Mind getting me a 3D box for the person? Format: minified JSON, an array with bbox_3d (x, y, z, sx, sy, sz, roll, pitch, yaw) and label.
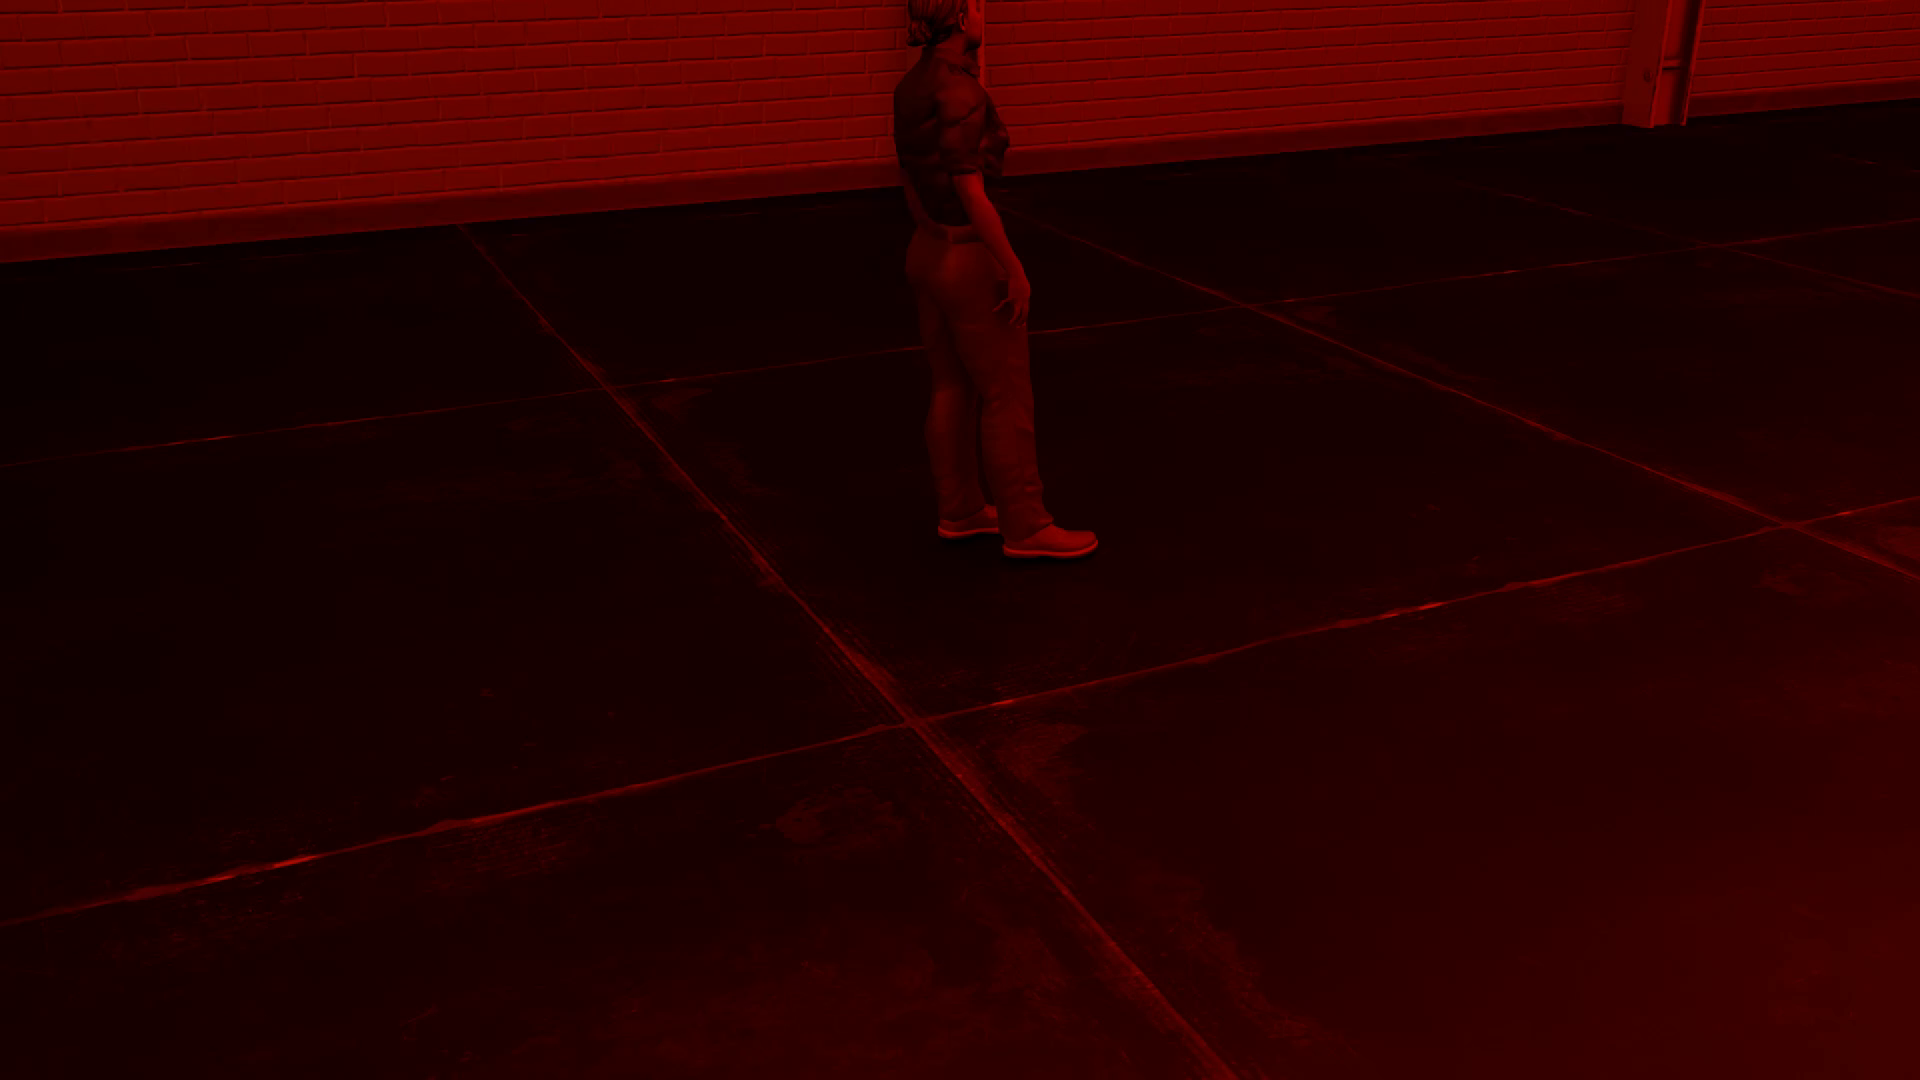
[{"bbox_3d":[0.088,-0.778,4.804,0.504,1.654,0.569,-10,25,-23],"label":"person"}]
